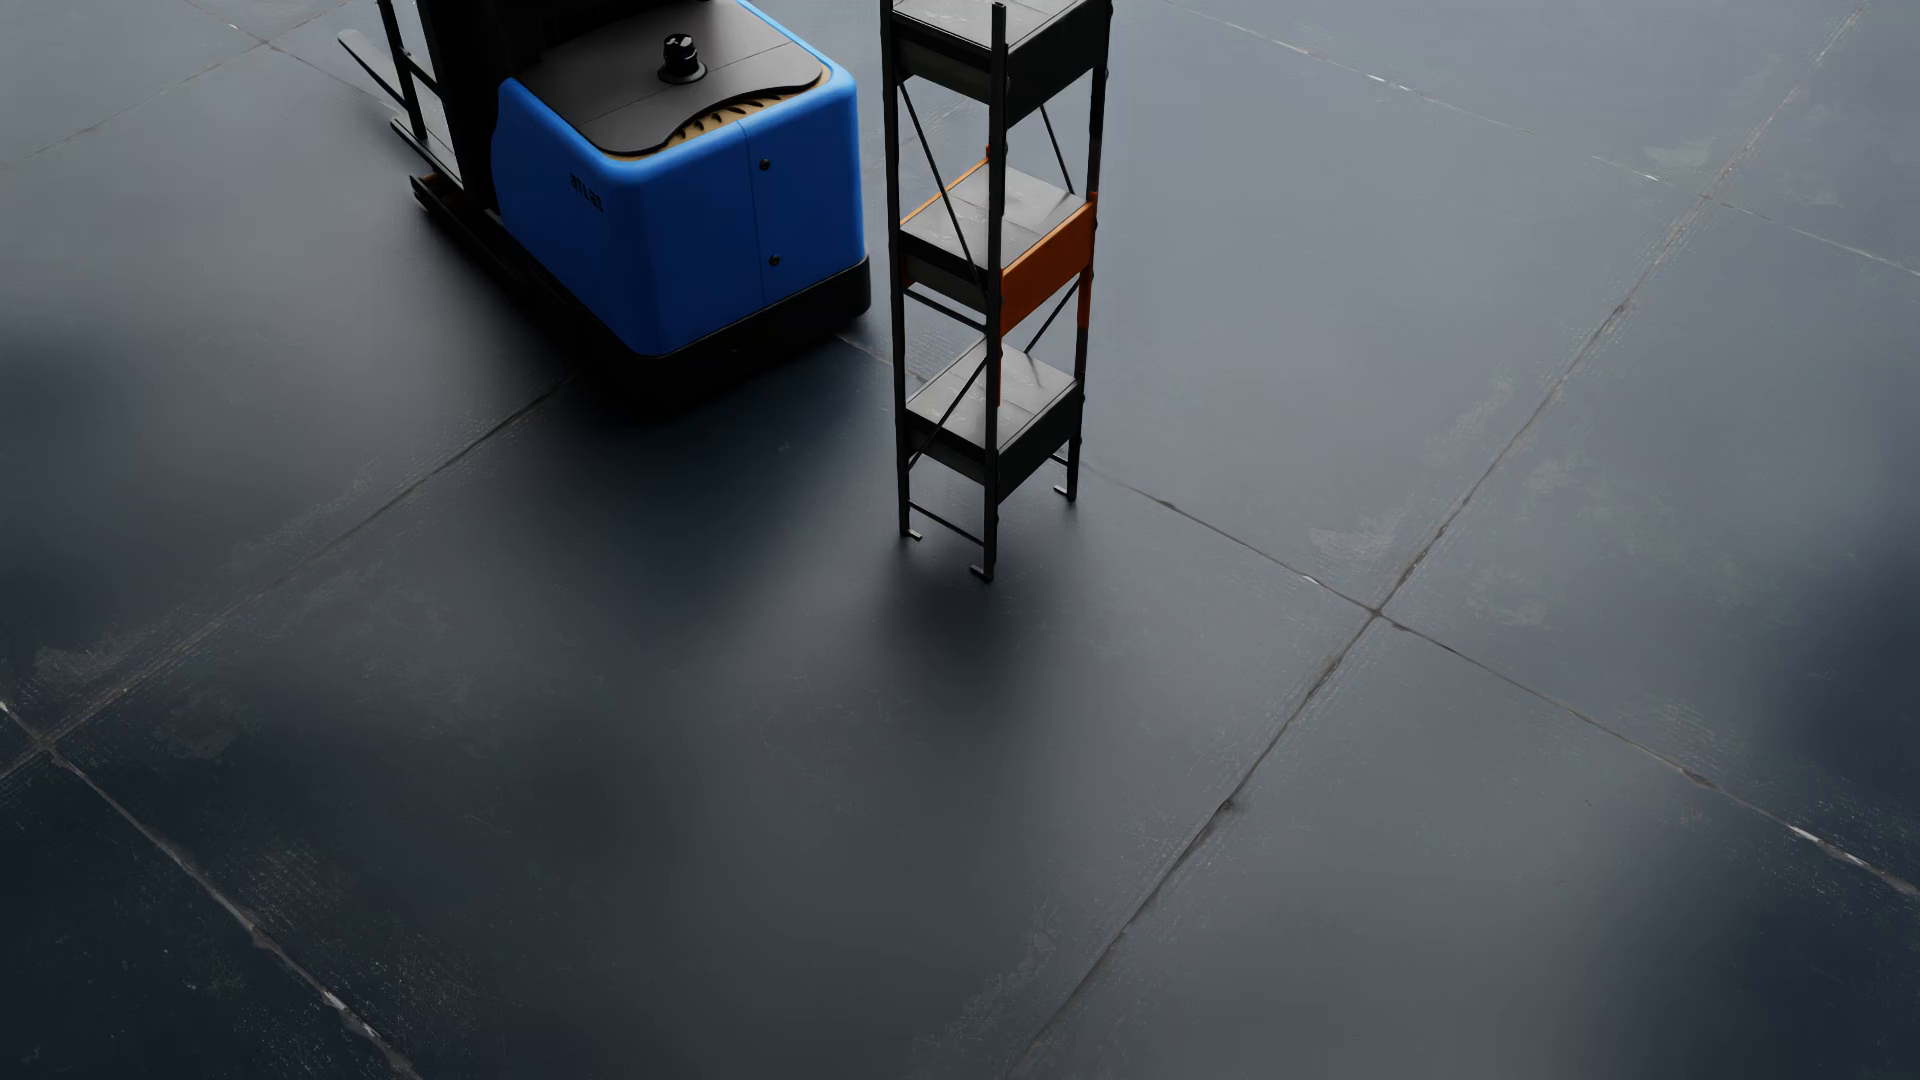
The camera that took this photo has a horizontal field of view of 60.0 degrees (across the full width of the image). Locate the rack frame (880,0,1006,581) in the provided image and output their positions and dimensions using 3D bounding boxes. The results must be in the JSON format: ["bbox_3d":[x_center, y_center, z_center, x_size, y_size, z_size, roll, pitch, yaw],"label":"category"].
[{"bbox_3d":[-0.048,-0.680,4.948,0.400,2.100,0.015,29,53,25],"label":"rack frame"}]

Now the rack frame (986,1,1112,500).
[{"bbox_3d":[0.250,-0.960,5.215,0.400,2.100,0.015,29,53,25],"label":"rack frame"}]

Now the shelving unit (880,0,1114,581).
[{"bbox_3d":[0.101,-0.820,5.081,0.431,2.100,0.503,29,53,25],"label":"shelving unit"}]

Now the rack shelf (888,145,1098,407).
[{"bbox_3d":[0.101,-0.811,5.091,0.431,0.518,0.480,29,53,25],"label":"rack shelf"}]

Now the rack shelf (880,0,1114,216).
[{"bbox_3d":[0.101,-1.294,4.585,0.431,0.518,0.480,29,53,25],"label":"rack shelf"}]

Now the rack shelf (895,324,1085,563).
[{"bbox_3d":[0.101,-0.327,5.597,0.431,0.518,0.480,29,53,25],"label":"rack shelf"}]

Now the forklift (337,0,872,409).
[{"bbox_3d":[-1.665,-2.500,6.112,1.130,2.935,3.031,-30,53,-26],"label":"forklift"}]
